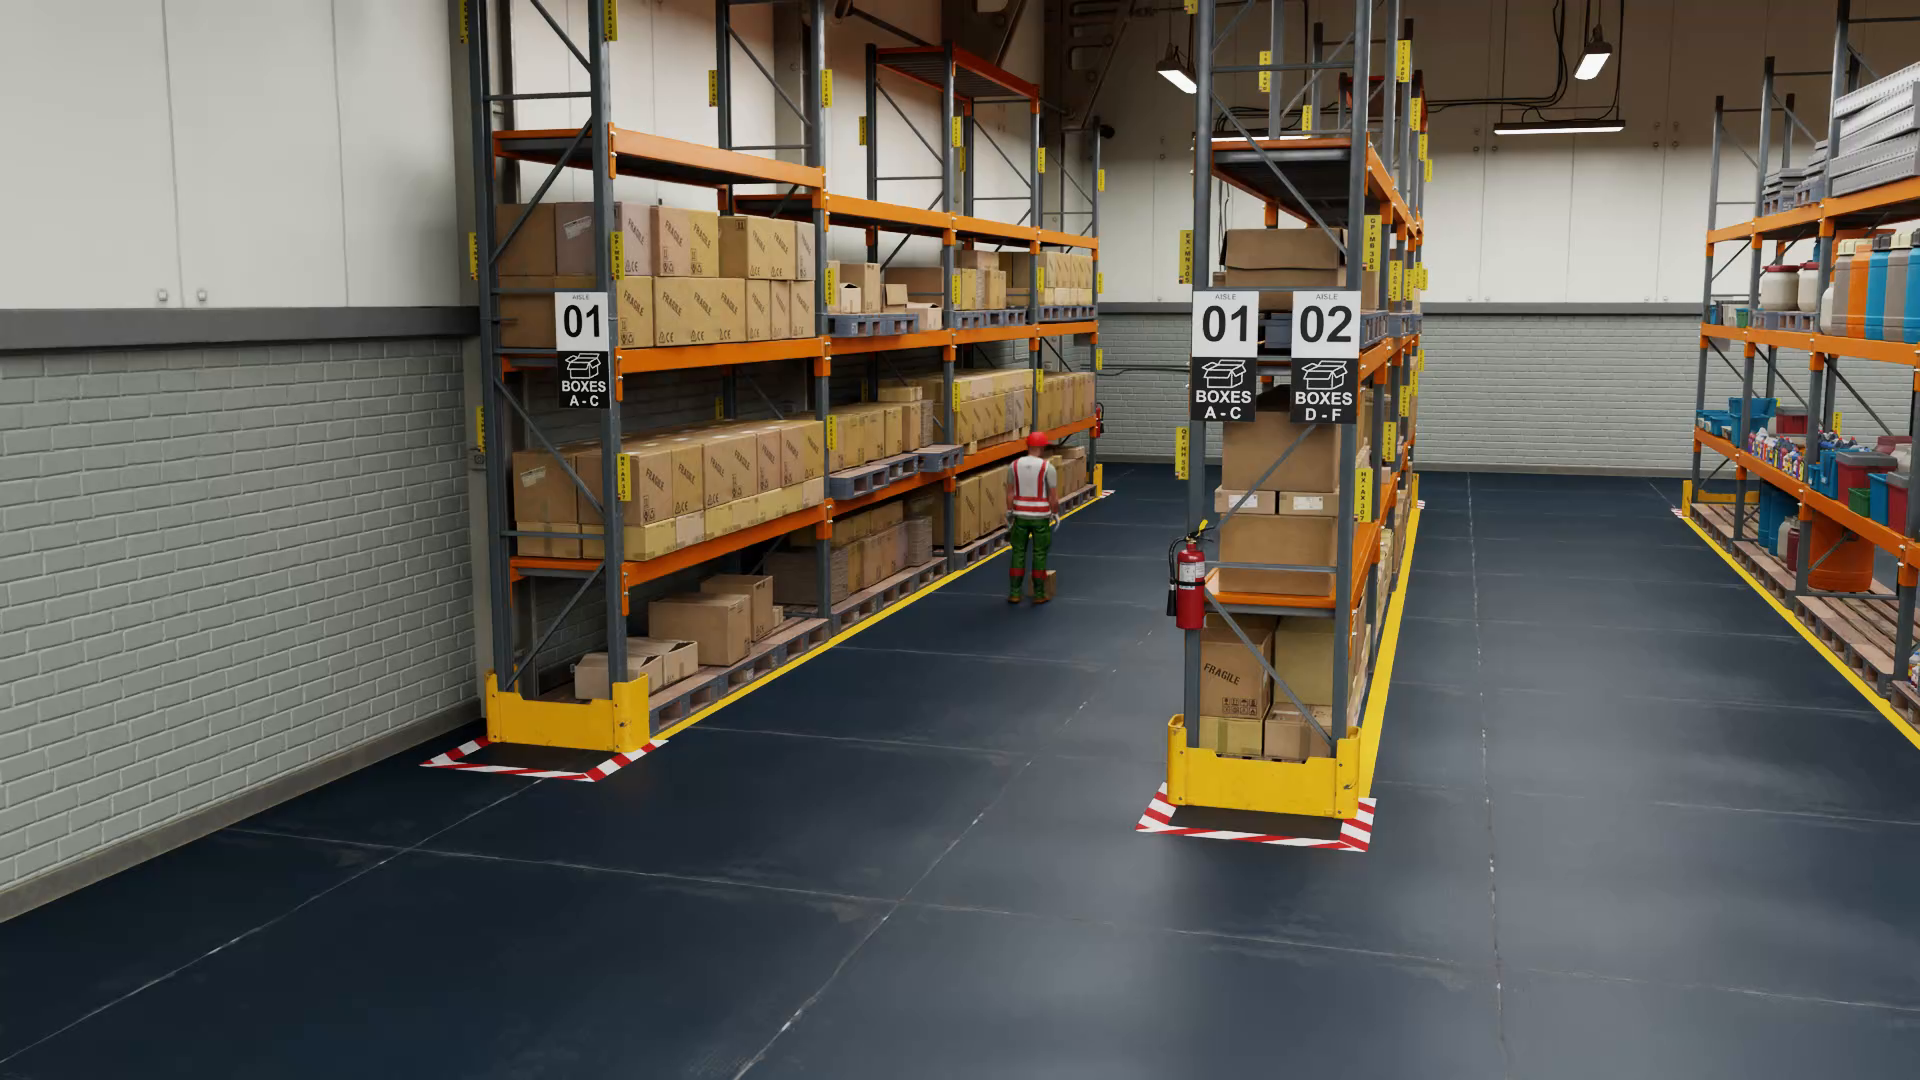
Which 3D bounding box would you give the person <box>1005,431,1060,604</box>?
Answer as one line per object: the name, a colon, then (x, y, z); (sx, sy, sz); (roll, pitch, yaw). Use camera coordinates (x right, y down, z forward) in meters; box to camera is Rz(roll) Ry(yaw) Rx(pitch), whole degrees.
person: (0.754, -0.232, 17.334); (0.577, 1.808, 0.372); (3, 9, 17)
